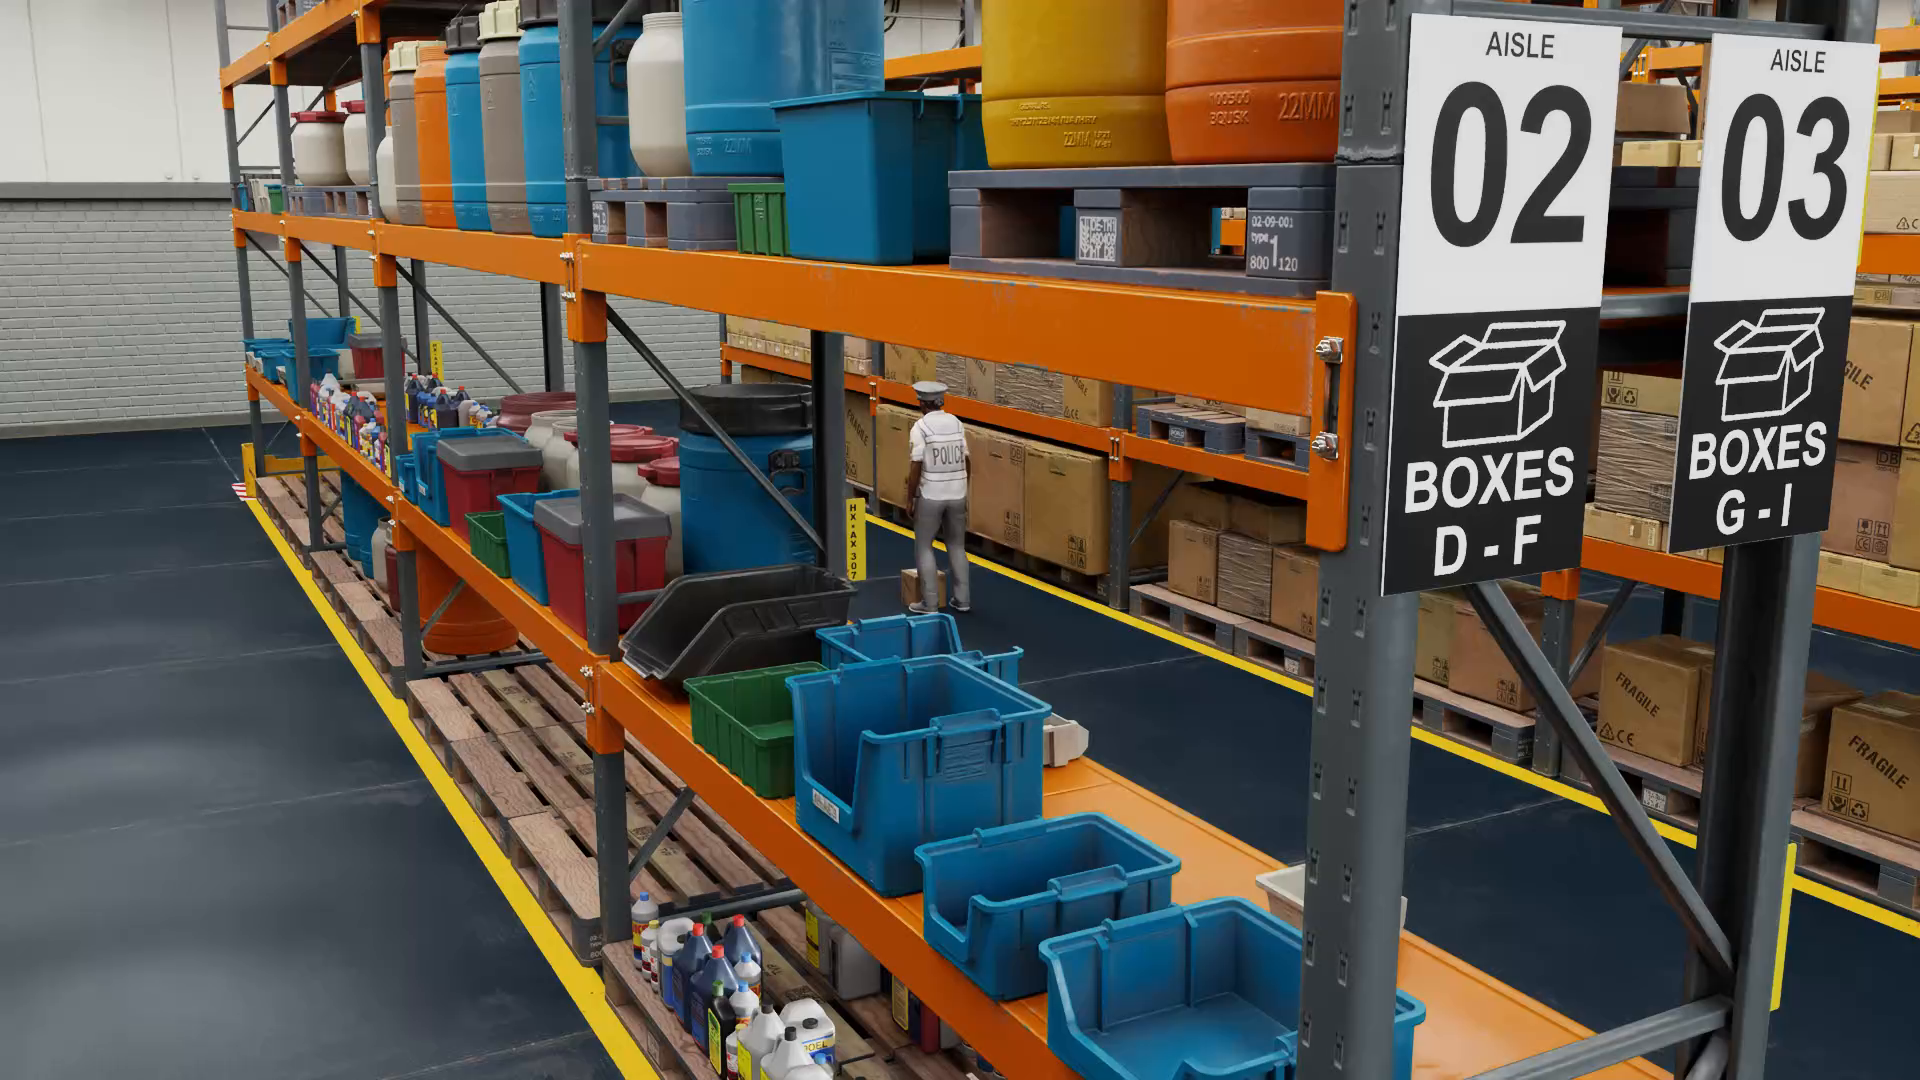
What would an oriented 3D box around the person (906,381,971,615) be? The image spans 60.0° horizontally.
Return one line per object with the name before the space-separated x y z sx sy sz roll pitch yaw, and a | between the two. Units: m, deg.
person | -0.148 -0.292 11.861 0.517 1.657 0.400 -7 13 -29
